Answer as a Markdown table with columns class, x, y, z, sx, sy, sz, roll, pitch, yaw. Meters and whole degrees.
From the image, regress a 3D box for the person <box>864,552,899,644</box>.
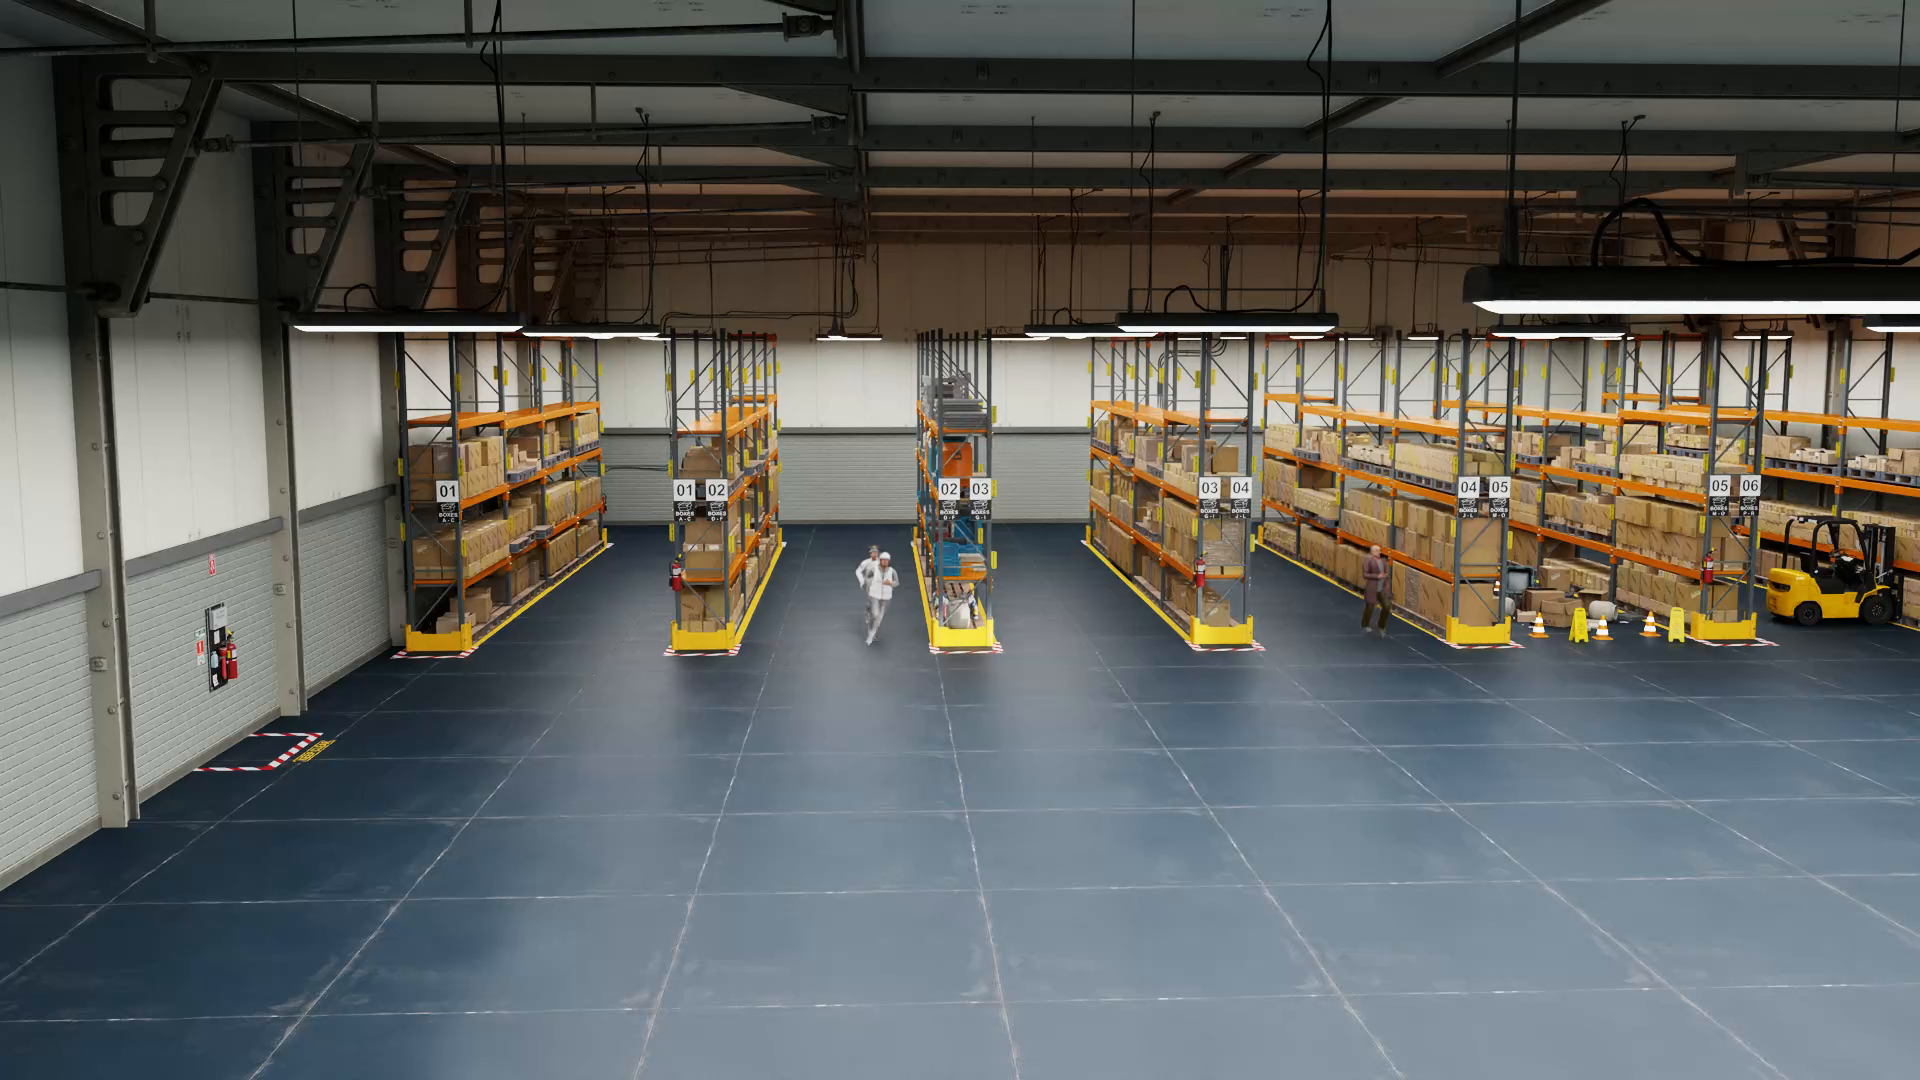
| class | x | y | z | sx | sy | sz | roll | pitch | yaw |
| --- | --- | --- | --- | --- | --- | --- | --- | --- | --- |
| person | -1.529 | 1.110 | 32.034 | 0.675 | 1.788 | 0.708 | -2 | 7 | -16 |

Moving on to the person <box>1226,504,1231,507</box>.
| class | x | y | z | sx | sy | sz | roll | pitch | yaw |
| --- | --- | --- | --- | --- | --- | --- | --- | --- | --- |
| person | 7.578 | -0.623 | 46.428 | 0.689 | 1.735 | 0.743 | 1 | 7 | 11 |

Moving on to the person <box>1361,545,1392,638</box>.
| class | x | y | z | sx | sy | sz | roll | pitch | yaw |
| --- | --- | --- | --- | --- | --- | --- | --- | --- | --- |
| person | 8.157 | 1.012 | 32.600 | 0.672 | 1.834 | 0.811 | -2 | 7 | -16 |

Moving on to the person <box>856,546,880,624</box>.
| class | x | y | z | sx | sy | sz | roll | pitch | yaw |
| --- | --- | --- | --- | --- | --- | --- | --- | --- | --- |
| person | -1.738 | 0.940 | 33.593 | 0.592 | 1.656 | 0.543 | -2 | 7 | -20 |
